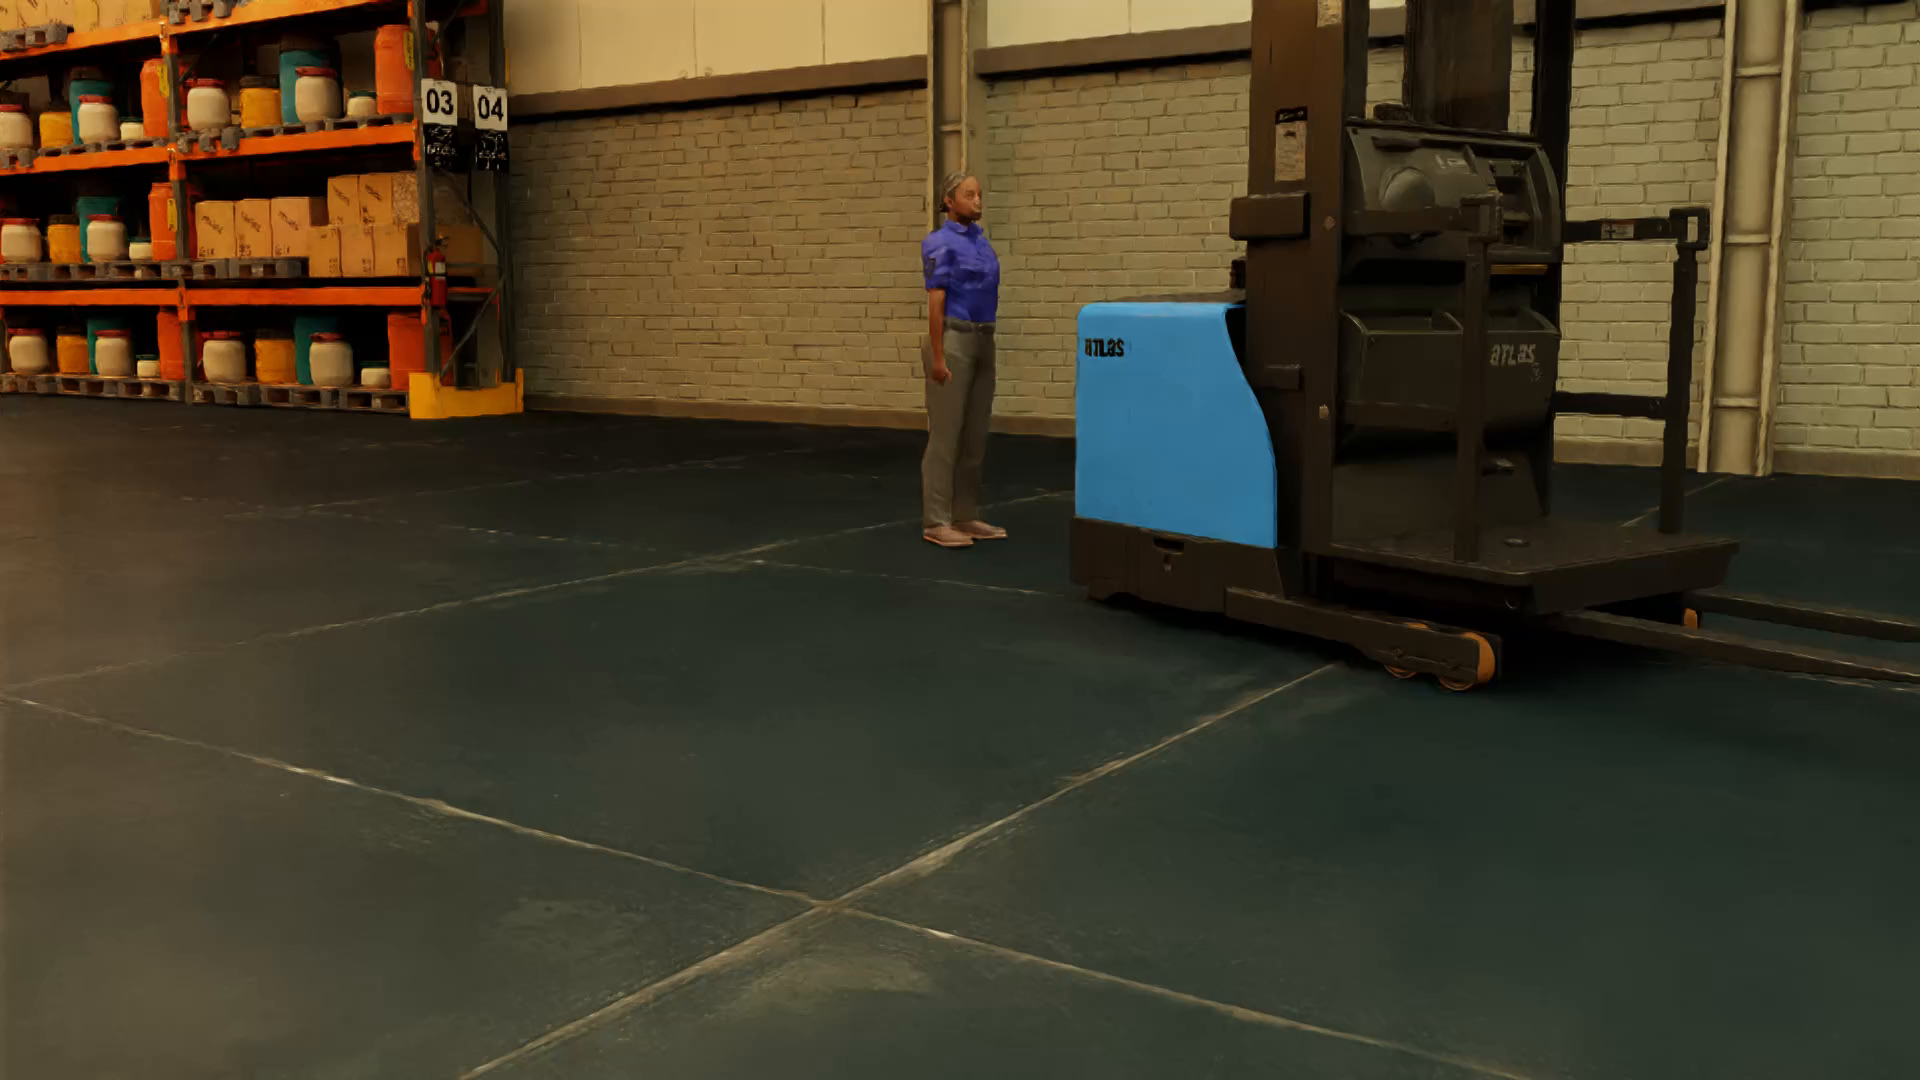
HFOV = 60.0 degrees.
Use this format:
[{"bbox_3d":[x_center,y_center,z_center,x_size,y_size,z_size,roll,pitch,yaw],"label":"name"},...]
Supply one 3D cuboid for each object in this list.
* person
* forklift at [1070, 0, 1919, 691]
[{"bbox_3d":[0.016,-0.817,7.468,0.320,1.662,0.446,5,10,34],"label":"person"},{"bbox_3d":[1.658,-1.106,4.969,1.130,2.935,3.031,-6,10,-35],"label":"forklift"}]
